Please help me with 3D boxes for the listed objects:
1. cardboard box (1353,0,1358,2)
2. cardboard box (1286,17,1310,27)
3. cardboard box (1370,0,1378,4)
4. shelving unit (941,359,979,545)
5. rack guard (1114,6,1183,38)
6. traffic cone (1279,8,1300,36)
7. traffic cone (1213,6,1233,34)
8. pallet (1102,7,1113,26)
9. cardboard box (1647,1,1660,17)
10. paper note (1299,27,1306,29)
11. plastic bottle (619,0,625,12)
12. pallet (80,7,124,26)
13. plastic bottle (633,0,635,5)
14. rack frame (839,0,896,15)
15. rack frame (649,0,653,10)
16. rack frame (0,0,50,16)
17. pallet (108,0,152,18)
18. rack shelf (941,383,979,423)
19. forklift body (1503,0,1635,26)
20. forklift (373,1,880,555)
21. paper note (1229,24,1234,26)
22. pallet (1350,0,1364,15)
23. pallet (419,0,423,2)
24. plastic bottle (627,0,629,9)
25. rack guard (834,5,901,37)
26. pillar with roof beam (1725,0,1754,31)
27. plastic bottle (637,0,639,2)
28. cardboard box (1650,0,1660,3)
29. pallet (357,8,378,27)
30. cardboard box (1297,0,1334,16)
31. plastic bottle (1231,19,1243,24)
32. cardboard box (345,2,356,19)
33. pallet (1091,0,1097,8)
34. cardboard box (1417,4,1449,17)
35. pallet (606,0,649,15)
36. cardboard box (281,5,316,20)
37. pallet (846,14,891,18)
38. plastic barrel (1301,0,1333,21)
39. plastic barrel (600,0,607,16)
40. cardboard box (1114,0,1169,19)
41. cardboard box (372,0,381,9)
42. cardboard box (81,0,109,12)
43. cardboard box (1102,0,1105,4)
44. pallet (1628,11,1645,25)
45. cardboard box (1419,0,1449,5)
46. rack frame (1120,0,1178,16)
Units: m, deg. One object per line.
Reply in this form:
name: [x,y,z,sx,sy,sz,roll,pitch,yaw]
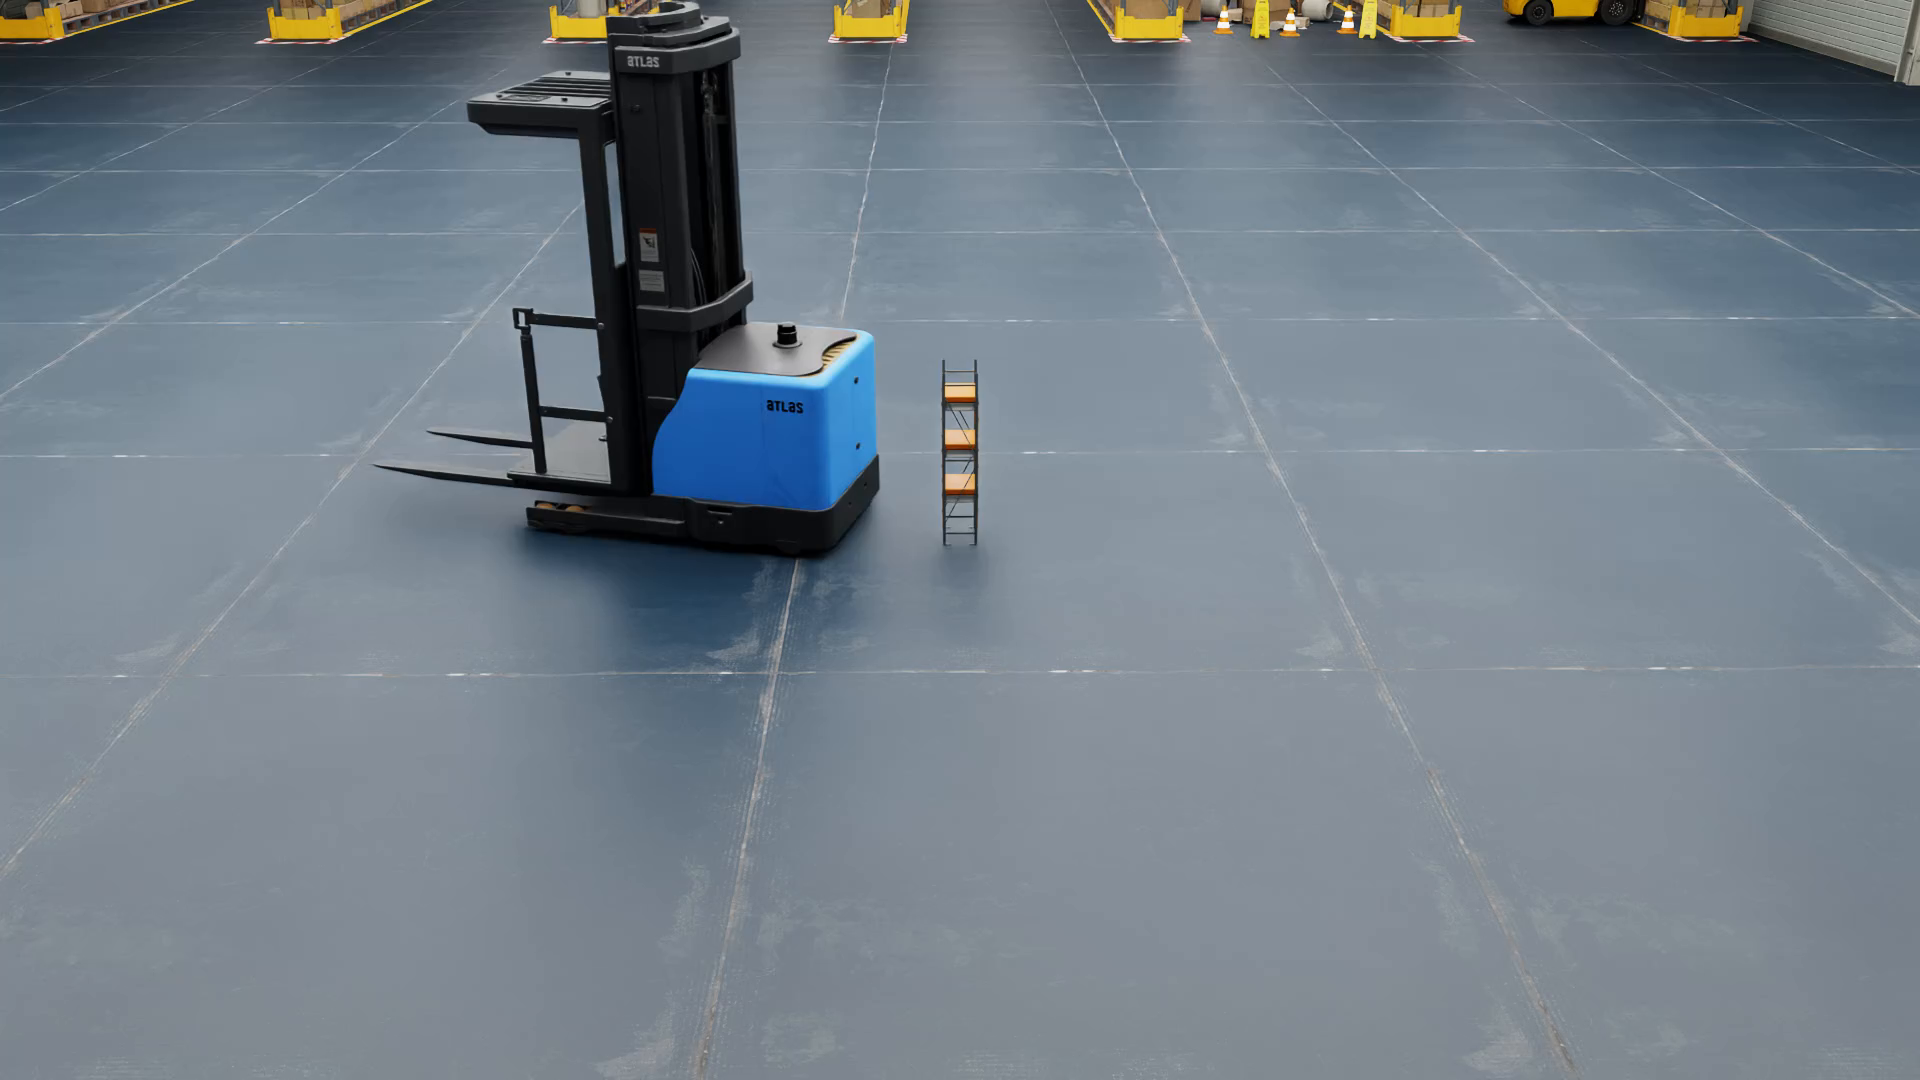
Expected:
cardboard box: [7.972,-10.691,32.576,0.500,0.250,0.500,-1,24,-3]
cardboard box: [6.245,-9.580,30.752,0.380,0.149,0.250,13,27,27]
cardboard box: [7.992,-10.048,31.154,0.500,0.250,0.500,-1,24,-2]
shelving unit: [-0.001,-0.500,9.582,0.215,1.050,0.252,0,24,-1]
rack guard: [3.330,-9.136,29.343,1.175,0.500,0.348,0,24,-1]
traffic cone: [5.878,-9.219,29.572,0.336,0.463,0.334,0,24,-1]
traffic cone: [4.744,-9.354,29.871,0.336,0.463,0.334,0,24,-1]
pallet: [3.233,-9.845,31.261,1.003,0.211,1.213,0,24,-1]
cardboard box: [12.925,-9.708,30.402,0.500,0.250,0.500,0,24,-1]
paper note: [6.278,-9.376,30.445,0.148,0.019,0.142,-9,26,-19]
plastic bottle: [-6.291,-9.988,30.970,0.097,0.271,0.097,0,24,0]
pallet: [-16.474,-9.835,31.238,1.003,0.211,1.213,0,24,-1]
plastic bottle: [-6.326,-10.447,31.890,0.144,0.351,0.185,0,24,-1]
rack frame: [-1.631,-10.304,28.893,1.000,3.000,0.127,0,24,-1]
rack frame: [-6.627,-11.930,32.488,1.000,3.000,0.127,0,24,-1]
rack frame: [-16.490,-10.237,28.745,1.000,3.000,0.127,0,24,-1]
pallet: [-16.491,-10.338,32.353,1.003,0.211,1.213,0,24,-1]
rack shelf: [-0.001,-0.749,9.470,0.215,0.259,0.240,0,24,-1]
forklift body: [11.397,-10.759,30.929,2.313,2.155,1.214,0,24,-1]
forklift: [-2.070,-1.570,9.665,3.031,2.935,1.130,6,25,14]
paper note: [5.011,-9.568,30.870,0.144,0.017,0.142,8,26,18]
pallet: [8.278,-10.450,32.599,1.003,0.211,1.213,0,24,-1]
pallet: [-11.643,-11.446,34.802,1.003,0.211,1.213,0,24,-1]
plastic bottle: [-6.295,-10.129,31.283,0.097,0.271,0.097,0,24,0]
rack guard: [-1.631,-9.197,29.477,1.175,0.500,0.348,0,24,-1]
pillar with roof beam: [9.831,-13.378,28.408,9.100,9.000,0.400,0,24,-1]
plastic bottle: [-6.332,-10.660,32.359,0.144,0.351,0.185,-1,24,-2]
cardboard box: [12.930,-9.945,30.319,0.500,0.250,0.500,0,24,-1]
pallet: [-11.597,-9.807,31.178,1.003,0.211,1.213,0,24,-1]
cardboard box: [6.886,-10.412,32.161,0.500,0.500,0.500,19,30,35]
plastic bottle: [5.172,-9.710,31.145,0.133,0.061,0.283,-9,26,-19]
cardboard box: [-11.329,-9.628,30.224,0.500,0.250,0.500,0,24,-1]
pallet: [3.203,-10.980,33.771,1.003,0.211,1.213,0,24,-1]
cardboard box: [8.547,-9.621,30.209,0.500,0.250,0.500,0,24,-1]
pallet: [-6.661,-10.383,32.450,1.003,0.211,1.213,0,24,-1]
cardboard box: [-11.838,-9.419,29.764,0.500,0.250,0.500,0,24,-1]
pallet: [-1.605,-9.400,30.277,1.003,0.211,1.213,0,24,-1]
plastic barrel: [6.742,-10.019,31.389,0.512,0.421,0.421,19,30,35]
plastic barrel: [-6.672,-9.817,30.325,0.421,0.512,0.421,0,24,0]
cardboard box: [3.257,-9.787,29.819,0.875,0.875,0.875,0,24,0]
cardboard box: [-11.341,-10.246,31.591,0.500,0.250,0.500,0,24,-1]
cardboard box: [-16.371,-10.122,30.989,0.700,0.500,0.500,-2,24,-4]
cardboard box: [3.223,-10.897,32.272,0.875,0.875,0.875,0,24,0]
pallet: [13.182,-9.918,31.424,1.003,0.211,1.213,0,24,-1]
cardboard box: [8.546,-9.972,30.076,0.500,0.500,0.500,-1,24,-2]
rack frame: [3.330,-10.285,28.850,1.000,3.000,0.127,0,24,-1]
